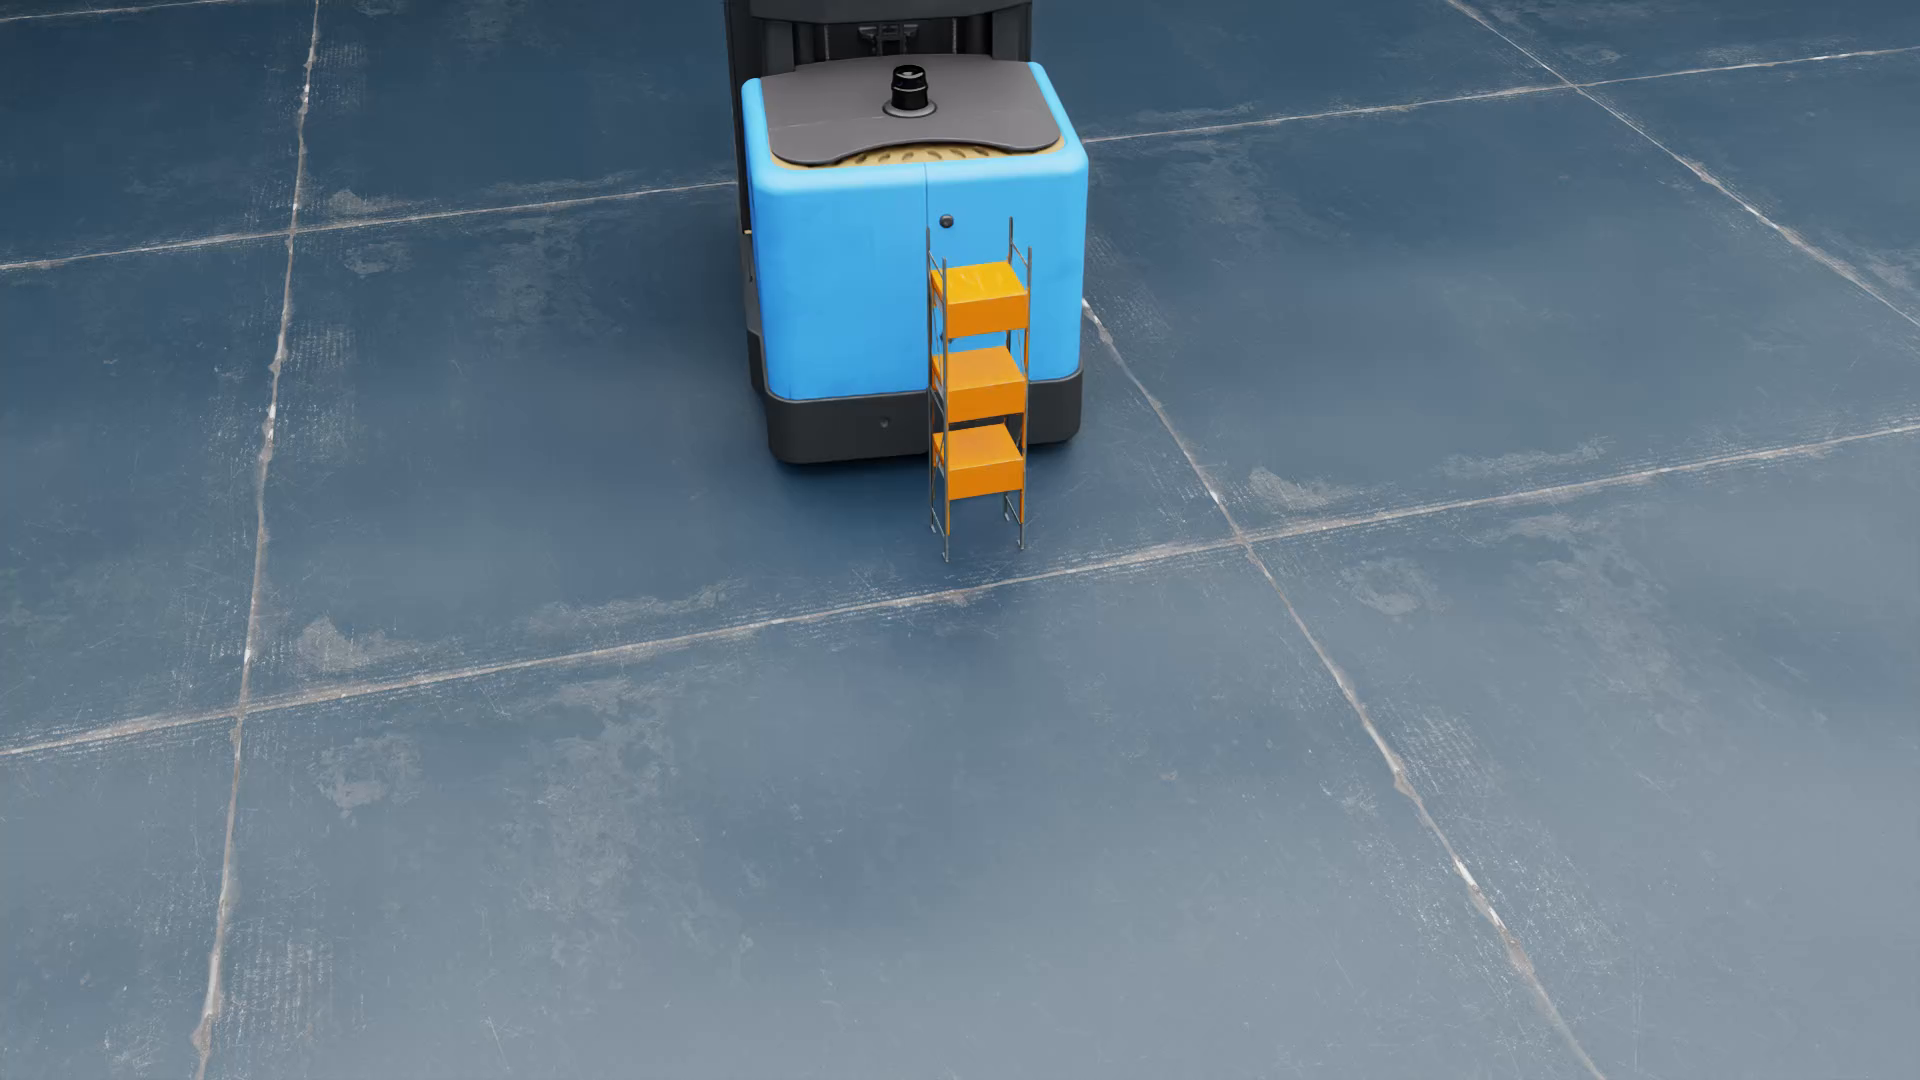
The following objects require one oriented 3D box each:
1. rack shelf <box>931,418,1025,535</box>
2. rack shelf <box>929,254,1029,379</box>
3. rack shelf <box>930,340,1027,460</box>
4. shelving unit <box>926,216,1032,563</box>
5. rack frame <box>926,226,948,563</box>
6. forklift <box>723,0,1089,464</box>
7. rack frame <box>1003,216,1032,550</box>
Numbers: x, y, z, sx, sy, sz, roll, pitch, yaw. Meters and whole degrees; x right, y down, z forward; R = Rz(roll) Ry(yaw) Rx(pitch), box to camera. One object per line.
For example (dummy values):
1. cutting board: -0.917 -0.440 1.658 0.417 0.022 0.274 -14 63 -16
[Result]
1. rack shelf: 0.052 -0.196 5.117 0.240 0.259 0.215 -9 38 -12
2. rack shelf: 0.052 -0.642 4.776 0.240 0.259 0.215 -9 38 -12
3. rack shelf: 0.052 -0.417 4.949 0.240 0.259 0.215 -9 38 -12
4. shelving unit: 0.052 -0.425 4.942 0.252 1.050 0.215 -9 38 -12
5. rack frame: -0.066 -0.406 4.917 0.008 1.050 0.200 -9 38 -12
6. forklift: -0.325 -2.305 5.851 1.130 2.935 3.031 -5 38 -7
7. rack frame: 0.169 -0.445 4.967 0.008 1.050 0.200 -9 38 -12
